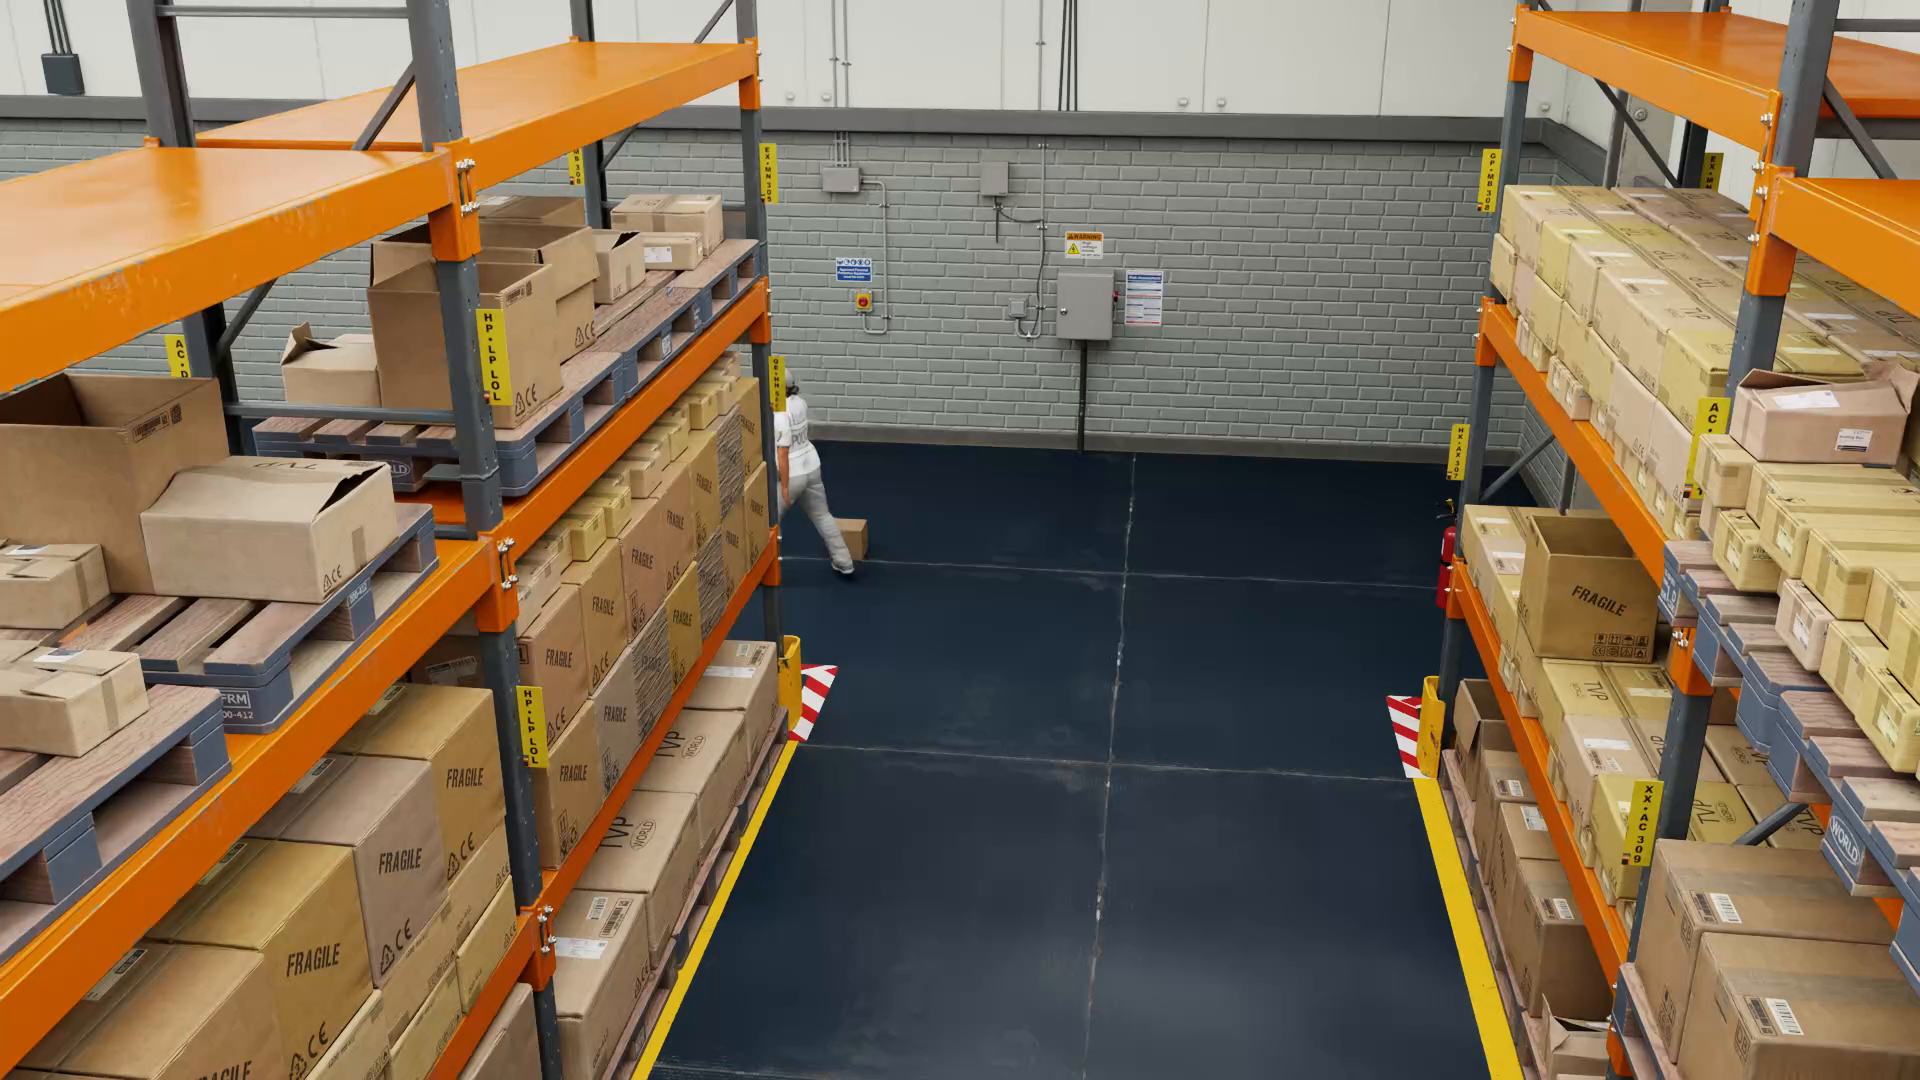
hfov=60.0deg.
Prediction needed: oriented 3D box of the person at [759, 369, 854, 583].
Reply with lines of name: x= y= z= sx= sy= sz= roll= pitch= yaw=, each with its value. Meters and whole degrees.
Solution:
person: x=-1.265 y=-0.484 z=12.327 sx=0.892 sy=1.621 sz=0.633 roll=9 pitch=23 yaw=22
